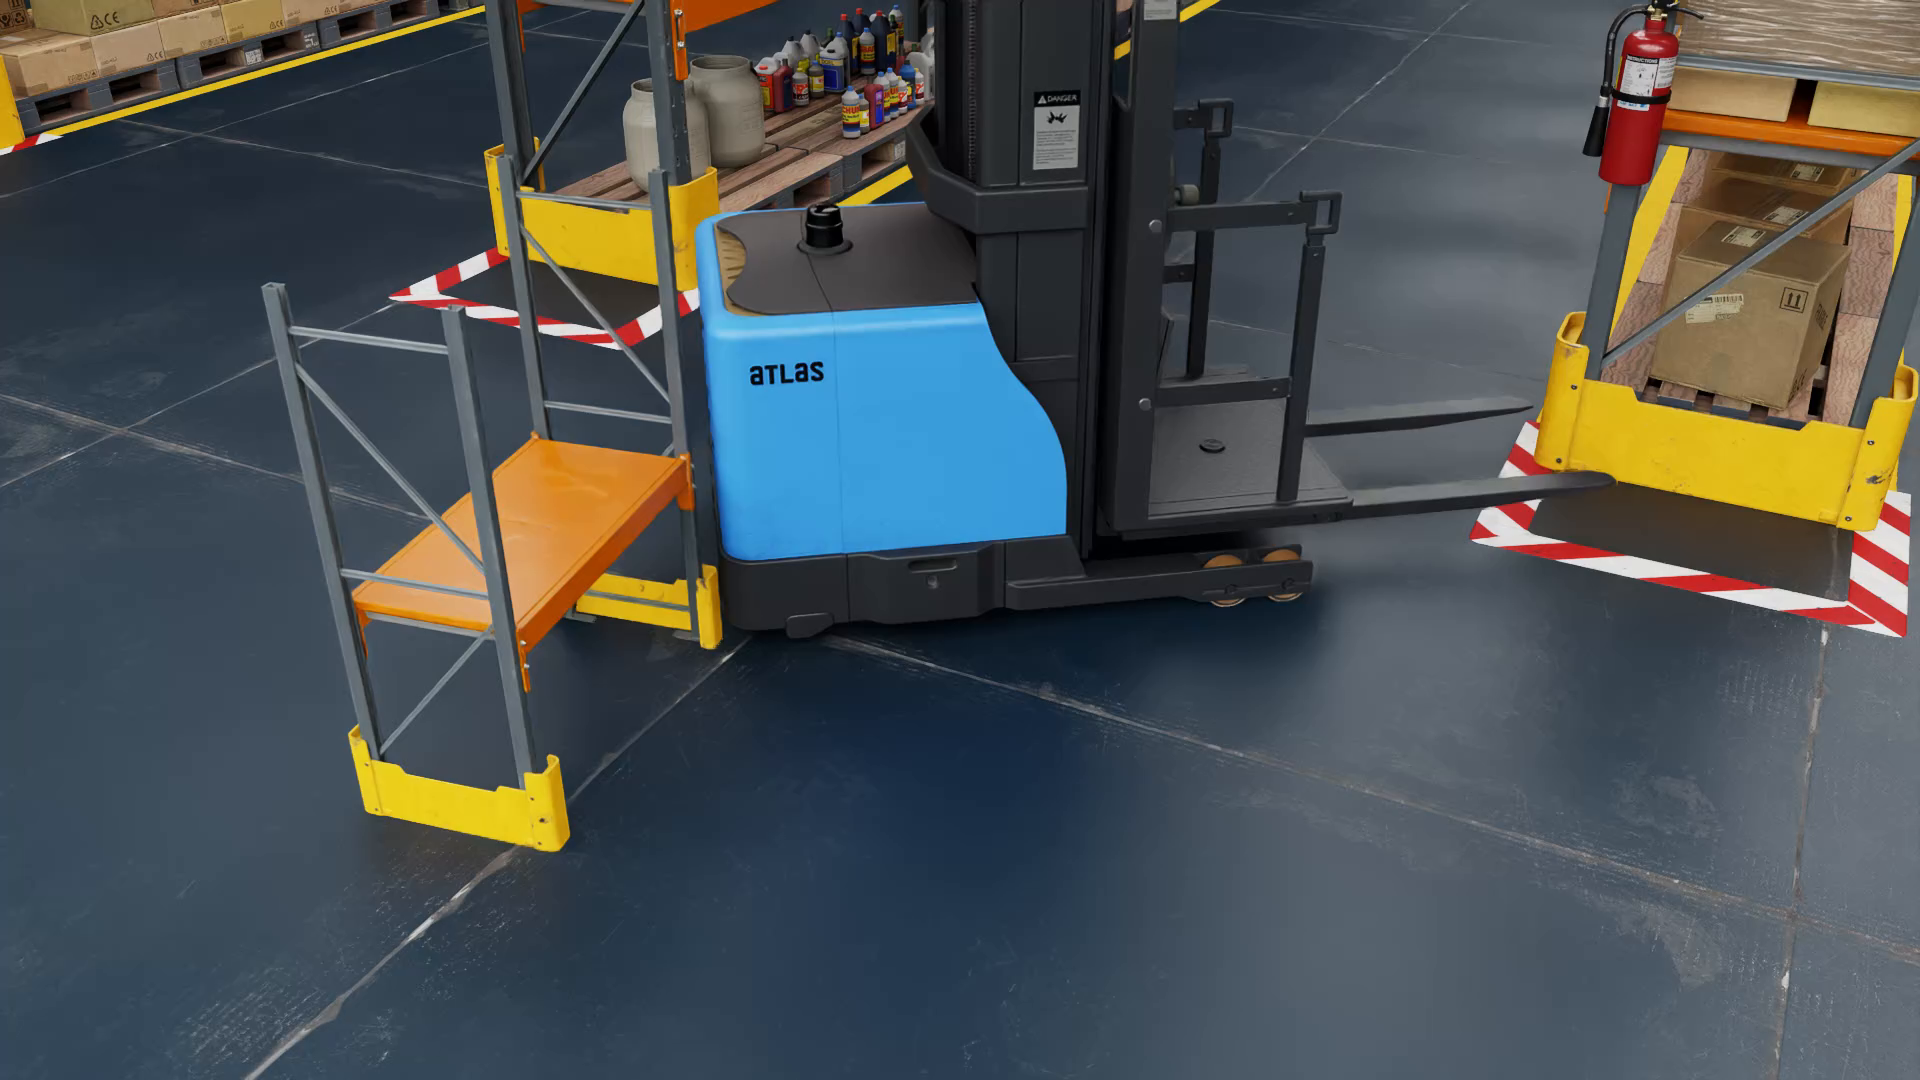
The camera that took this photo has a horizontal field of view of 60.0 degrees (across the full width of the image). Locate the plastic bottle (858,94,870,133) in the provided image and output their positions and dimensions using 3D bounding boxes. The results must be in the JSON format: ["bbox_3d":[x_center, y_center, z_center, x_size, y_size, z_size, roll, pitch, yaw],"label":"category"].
[{"bbox_3d":[-0.553,-2.373,9.239,0.097,0.201,0.097,0,30,0],"label":"plastic bottle"}]

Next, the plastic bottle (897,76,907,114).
[{"bbox_3d":[-0.353,-2.568,9.578,0.097,0.201,0.097,0,30,0],"label":"plastic bottle"}]

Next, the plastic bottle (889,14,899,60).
[{"bbox_3d":[-0.444,-3.188,10.575,0.061,0.283,0.133,14,33,23],"label":"plastic bottle"}]

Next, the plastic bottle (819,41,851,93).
[{"bbox_3d":[-0.754,-2.842,9.980,0.152,0.276,0.135,14,33,23],"label":"plastic bottle"}]

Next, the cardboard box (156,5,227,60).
[{"bbox_3d":[-5.216,-3.364,10.935,0.500,0.250,0.500,14,33,23],"label":"cardboard box"}]

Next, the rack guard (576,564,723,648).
[{"bbox_3d":[-1.033,0.169,5.204,0.587,0.250,0.087,8,31,14],"label":"rack guard"}]

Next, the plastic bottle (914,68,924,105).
[{"bbox_3d":[-0.259,-2.659,9.736,0.097,0.201,0.097,0,30,0],"label":"plastic bottle"}]

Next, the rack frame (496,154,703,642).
[{"bbox_3d":[-1.032,-0.373,4.894,0.500,1.500,0.032,8,31,14],"label":"rack frame"}]

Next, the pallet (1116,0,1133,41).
[{"bbox_3d":[0.997,-4.081,12.645,1.003,0.211,1.213,14,33,23],"label":"pallet"}]

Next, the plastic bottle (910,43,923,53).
[{"bbox_3d":[-0.255,-2.836,9.962,0.061,0.283,0.133,14,33,23],"label":"plastic bottle"}]

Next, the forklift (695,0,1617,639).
[{"bbox_3d":[0.686,-1.309,5.085,3.031,2.935,1.130,-5,30,-9],"label":"forklift"}]

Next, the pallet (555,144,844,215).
[{"bbox_3d":[-1.335,-1.811,8.692,1.003,0.211,1.213,14,33,23],"label":"pallet"}]

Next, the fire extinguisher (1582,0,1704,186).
[{"bbox_3d":[2.244,-1.514,5.452,0.296,0.674,0.183,14,33,23],"label":"fire extinguisher"}]

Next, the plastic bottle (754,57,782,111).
[{"bbox_3d":[-1.117,-2.646,9.639,0.152,0.276,0.135,15,33,24],"label":"plastic bottle"}]

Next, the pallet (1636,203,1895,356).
[{"bbox_3d":[3.699,-1.209,7.643,1.003,0.211,1.213,14,33,23],"label":"pallet"}]

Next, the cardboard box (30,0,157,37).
[{"bbox_3d":[-5.442,-3.467,10.361,0.500,0.500,0.500,14,33,23],"label":"cardboard box"}]

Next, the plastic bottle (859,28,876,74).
[{"bbox_3d":[-0.577,-3.043,10.334,0.097,0.271,0.097,0,30,0],"label":"plastic bottle"}]

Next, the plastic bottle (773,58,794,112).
[{"bbox_3d":[-1.022,-2.625,9.595,0.061,0.283,0.133,14,33,23],"label":"plastic bottle"}]

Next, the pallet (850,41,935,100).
[{"bbox_3d":[-0.224,-2.893,10.576,1.003,0.211,1.213,14,33,23],"label":"pallet"}]

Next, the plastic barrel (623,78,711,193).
[{"bbox_3d":[-1.471,-2.030,8.349,0.421,0.512,0.421,0,30,0],"label":"plastic barrel"}]

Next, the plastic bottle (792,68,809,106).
[{"bbox_3d":[-0.935,-2.655,9.730,0.097,0.201,0.097,0,30,0],"label":"plastic bottle"}]

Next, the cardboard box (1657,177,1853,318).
[{"bbox_3d":[3.247,-1.138,6.807,0.500,0.500,0.500,24,38,36],"label":"cardboard box"}]

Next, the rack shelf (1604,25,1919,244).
[{"bbox_3d":[3.617,-2.068,7.062,1.077,0.370,4.000,14,33,23],"label":"rack shelf"}]

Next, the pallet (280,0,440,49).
[{"bbox_3d":[-4.688,-3.964,12.440,1.003,0.211,1.213,14,33,23],"label":"pallet"}]

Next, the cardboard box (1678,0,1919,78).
[{"bbox_3d":[2.981,-1.904,5.654,0.875,0.500,0.500,14,33,23],"label":"cardboard box"}]

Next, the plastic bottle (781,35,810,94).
[{"bbox_3d":[-0.982,-2.814,9.857,0.144,0.351,0.185,16,33,25],"label":"plastic bottle"}]

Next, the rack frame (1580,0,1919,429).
[{"bbox_3d":[2.706,-1.494,5.339,1.000,3.000,0.127,14,33,23],"label":"rack frame"}]

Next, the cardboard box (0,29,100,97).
[{"bbox_3d":[-5.669,-2.920,10.161,0.500,0.250,0.500,14,33,23],"label":"cardboard box"}]

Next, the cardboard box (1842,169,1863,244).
[{"bbox_3d":[3.843,-1.648,7.696,0.500,0.500,0.500,11,32,19],"label":"cardboard box"}]

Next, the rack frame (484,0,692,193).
[{"bbox_3d":[-1.703,-2.617,7.296,1.000,3.000,0.127,14,33,23],"label":"rack frame"}]

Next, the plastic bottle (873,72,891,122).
[{"bbox_3d":[-0.444,-2.510,9.406,0.097,0.271,0.097,0,30,0],"label":"plastic bottle"}]

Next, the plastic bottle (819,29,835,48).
[{"bbox_3d":[-0.816,-2.992,10.234,0.061,0.283,0.133,16,33,25],"label":"plastic bottle"}]

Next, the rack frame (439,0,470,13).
[{"bbox_3d":[-4.289,-5.516,12.343,1.000,3.000,0.127,14,33,23],"label":"rack frame"}]

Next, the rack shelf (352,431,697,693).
[{"bbox_3d":[-1.177,0.025,4.561,0.538,0.185,1.000,8,31,14],"label":"rack shelf"}]

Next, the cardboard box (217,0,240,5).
[{"bbox_3d":[-4.983,-3.909,11.132,0.500,0.500,0.500,14,33,23],"label":"cardboard box"}]

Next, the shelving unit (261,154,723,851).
[{"bbox_3d":[-1.175,-0.135,4.479,0.587,1.500,1.083,8,31,14],"label":"shelving unit"}]

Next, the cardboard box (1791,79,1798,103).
[{"bbox_3d":[2.767,-1.669,5.896,0.380,0.149,0.250,14,33,23],"label":"cardboard box"}]

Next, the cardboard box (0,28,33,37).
[{"bbox_3d":[-6.130,-3.037,10.366,0.500,0.250,0.500,14,33,23],"label":"cardboard box"}]

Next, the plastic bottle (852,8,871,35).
[{"bbox_3d":[-0.618,-3.169,10.474,0.144,0.351,0.185,15,33,25],"label":"plastic bottle"}]

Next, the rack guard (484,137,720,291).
[{"bbox_3d":[-1.710,-1.578,7.995,1.175,0.500,0.348,14,33,23],"label":"rack guard"}]

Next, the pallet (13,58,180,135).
[{"bbox_3d":[-5.800,-2.882,10.556,1.003,0.211,1.213,14,33,23],"label":"pallet"}]

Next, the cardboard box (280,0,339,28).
[{"bbox_3d":[-4.757,-3.806,11.705,0.500,0.250,0.500,14,33,23],"label":"cardboard box"}]

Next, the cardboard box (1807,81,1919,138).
[{"bbox_3d":[3.048,-1.457,5.527,0.380,0.149,0.250,14,33,23],"label":"cardboard box"}]

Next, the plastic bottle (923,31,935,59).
[{"bbox_3d":[-0.152,-2.853,9.925,0.144,0.351,0.185,14,33,23],"label":"plastic bottle"}]
